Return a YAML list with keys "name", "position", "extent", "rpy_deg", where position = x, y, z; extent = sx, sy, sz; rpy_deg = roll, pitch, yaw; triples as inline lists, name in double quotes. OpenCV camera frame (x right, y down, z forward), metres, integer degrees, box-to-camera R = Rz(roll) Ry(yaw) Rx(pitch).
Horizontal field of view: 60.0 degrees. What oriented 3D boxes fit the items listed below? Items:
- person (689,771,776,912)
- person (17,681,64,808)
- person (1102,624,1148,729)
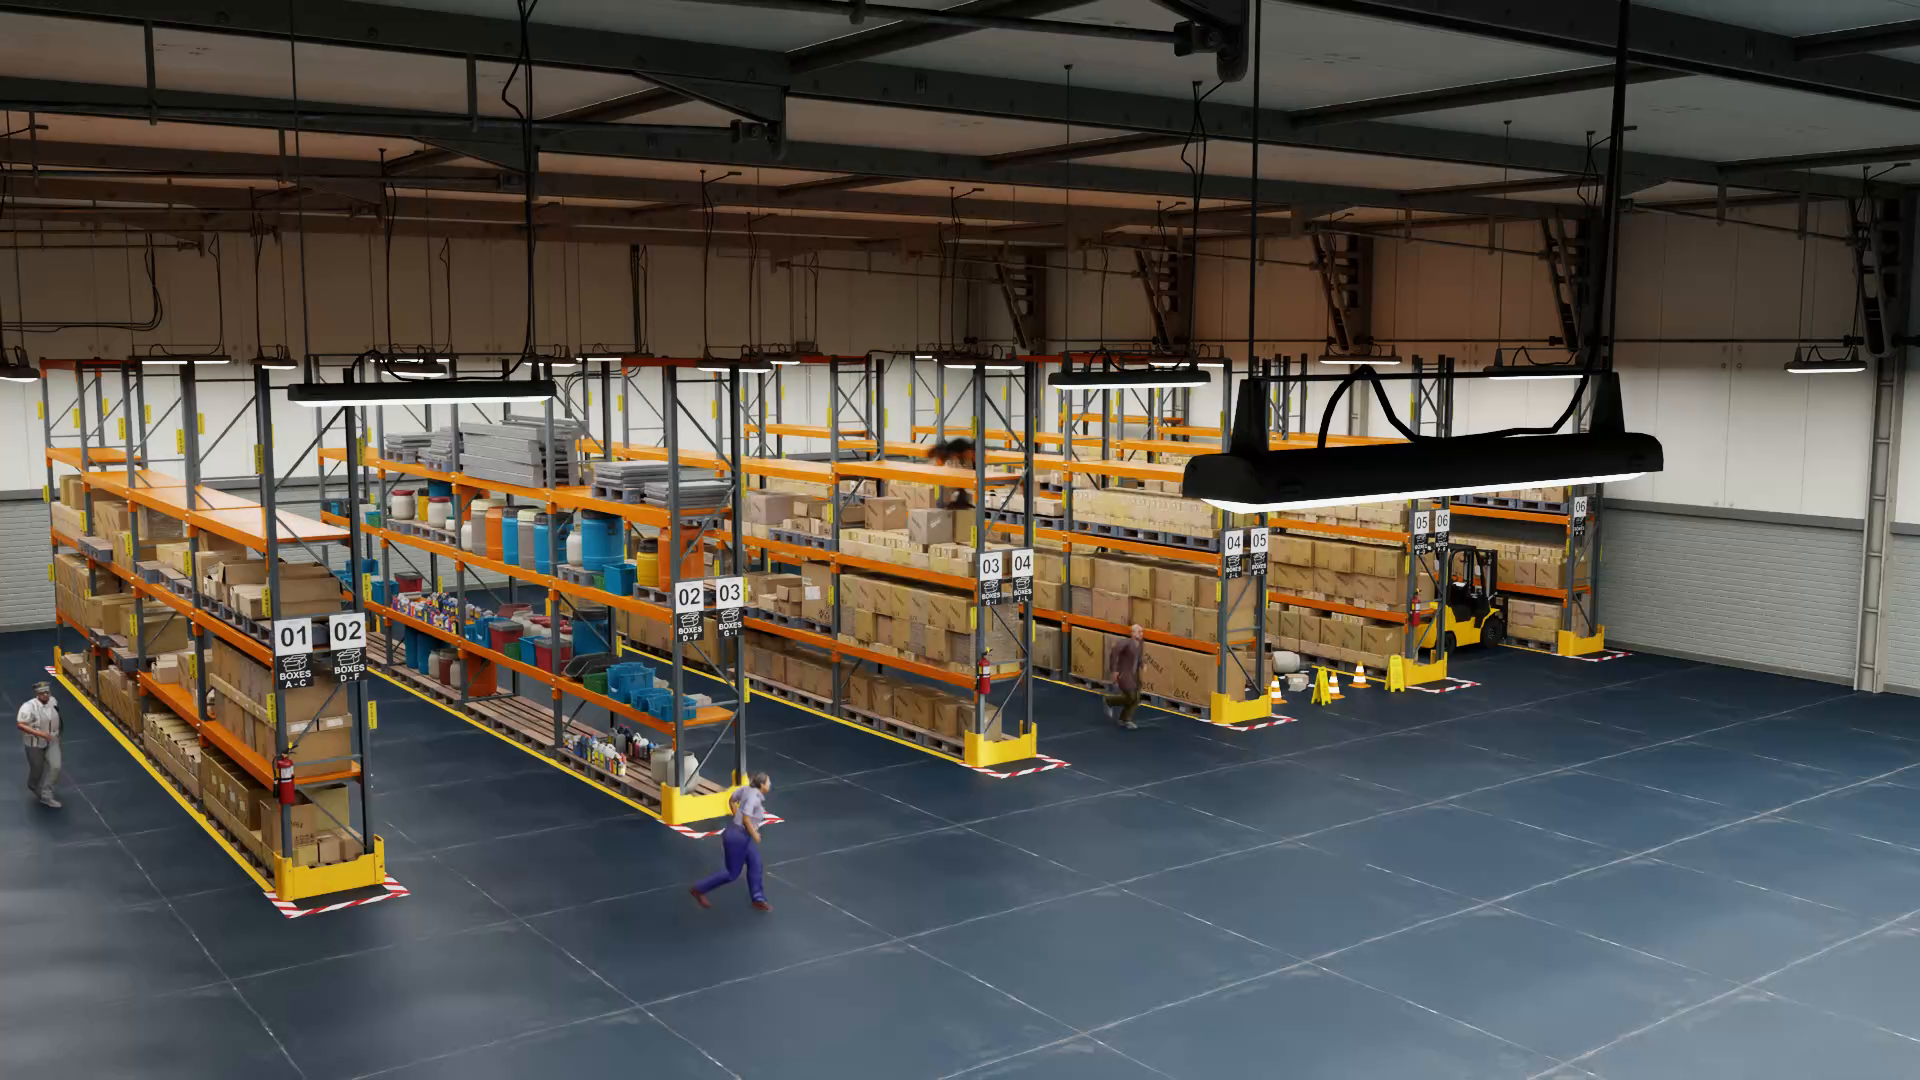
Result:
- name: "person"
  position: [-2.531, 3.372, 18.400]
  extent: [0.955, 1.616, 0.626]
  rpy_deg: [-2, 7, -18]
- name: "person"
  position: [-12.569, 2.753, 22.660]
  extent: [0.845, 1.741, 0.638]
  rpy_deg: [5, 8, 34]
- name: "person"
  position: [2.716, 2.214, 27.332]
  extent: [0.759, 1.718, 0.686]
  rpy_deg: [5, 8, 34]
